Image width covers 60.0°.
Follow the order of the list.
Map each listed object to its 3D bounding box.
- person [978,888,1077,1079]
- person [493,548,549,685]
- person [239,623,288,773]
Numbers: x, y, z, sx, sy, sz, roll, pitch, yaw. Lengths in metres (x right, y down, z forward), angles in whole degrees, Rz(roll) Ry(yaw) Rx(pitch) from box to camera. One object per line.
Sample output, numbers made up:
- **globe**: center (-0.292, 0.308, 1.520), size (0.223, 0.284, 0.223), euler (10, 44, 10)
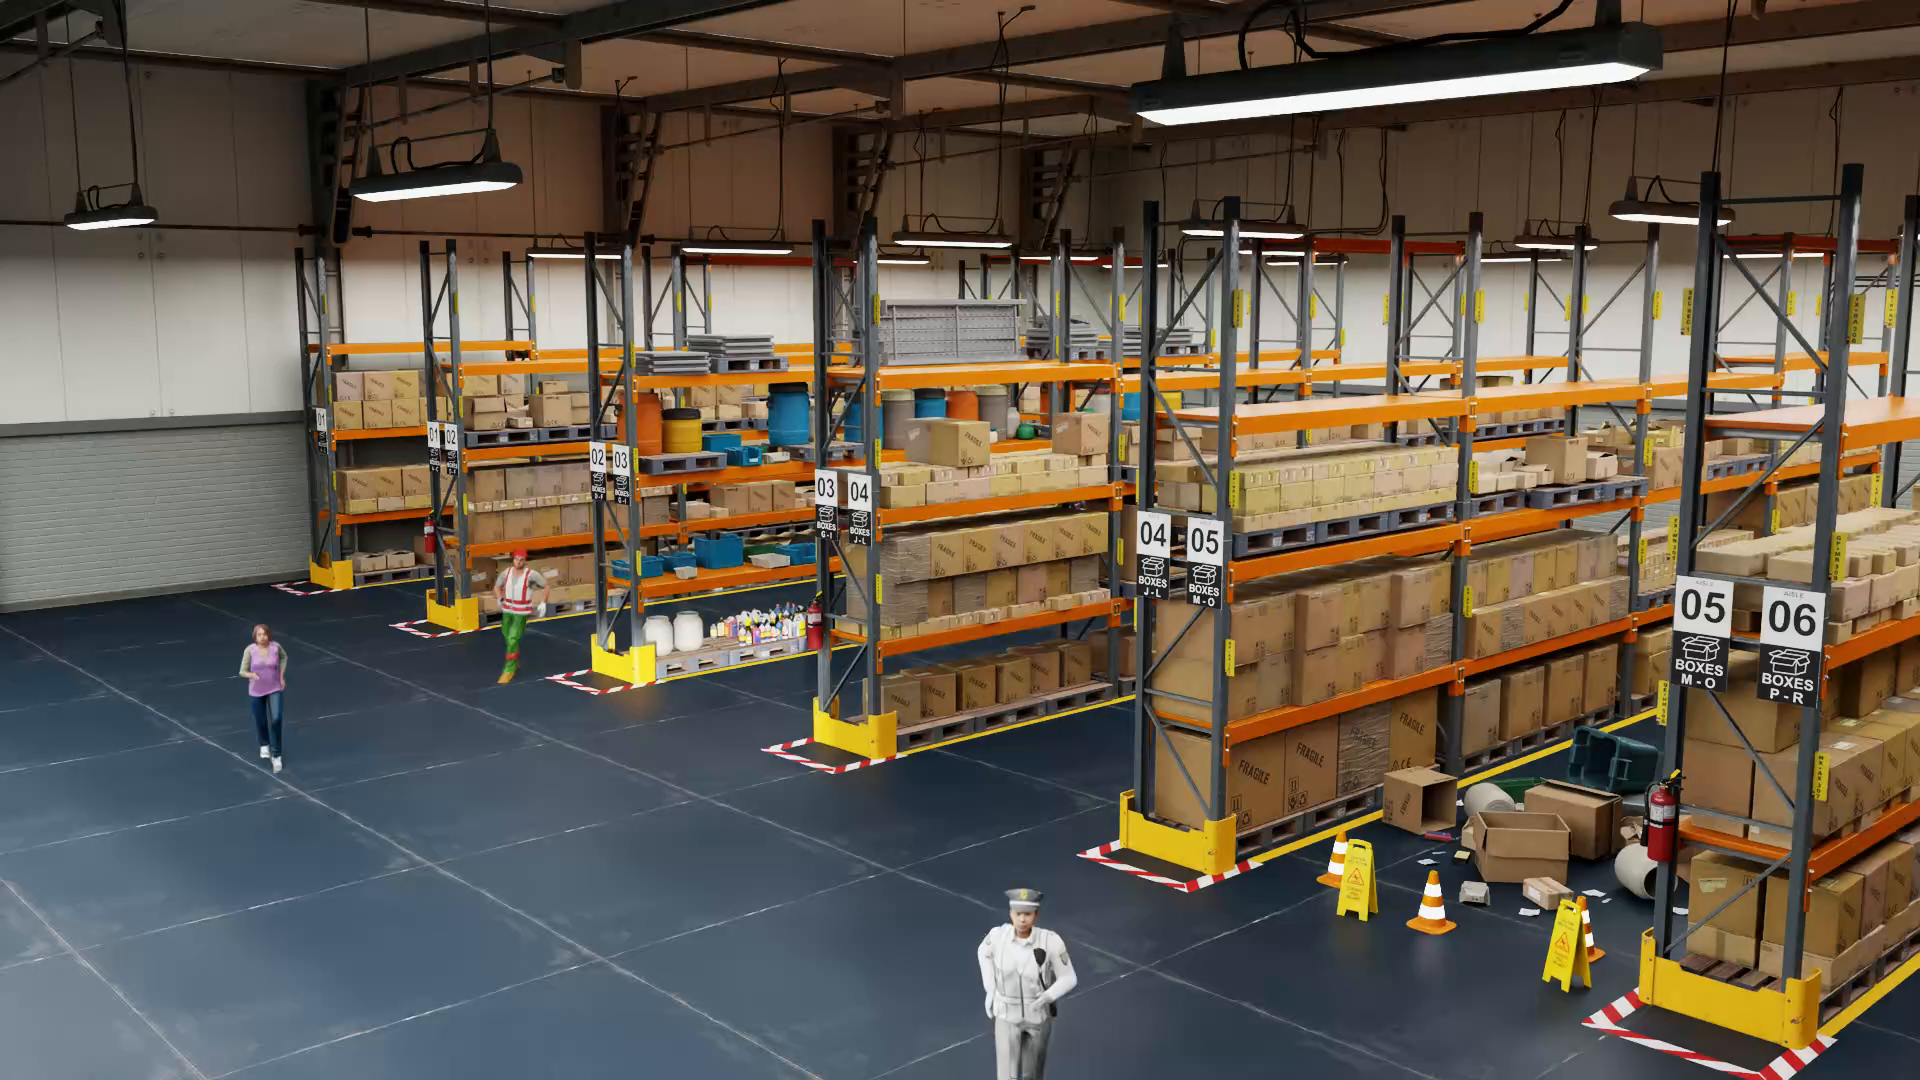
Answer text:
- **person**: center (0.400, 2.889, 9.989), size (0.599, 1.746, 0.777), euler (0, 8, 3)
- **person**: center (-5.942, 1.003, 22.458), size (0.730, 1.819, 0.664), euler (2, 9, 13)
- **person**: center (-7.647, 1.712, 18.305), size (0.490, 1.644, 0.777), euler (-3, 9, -21)
